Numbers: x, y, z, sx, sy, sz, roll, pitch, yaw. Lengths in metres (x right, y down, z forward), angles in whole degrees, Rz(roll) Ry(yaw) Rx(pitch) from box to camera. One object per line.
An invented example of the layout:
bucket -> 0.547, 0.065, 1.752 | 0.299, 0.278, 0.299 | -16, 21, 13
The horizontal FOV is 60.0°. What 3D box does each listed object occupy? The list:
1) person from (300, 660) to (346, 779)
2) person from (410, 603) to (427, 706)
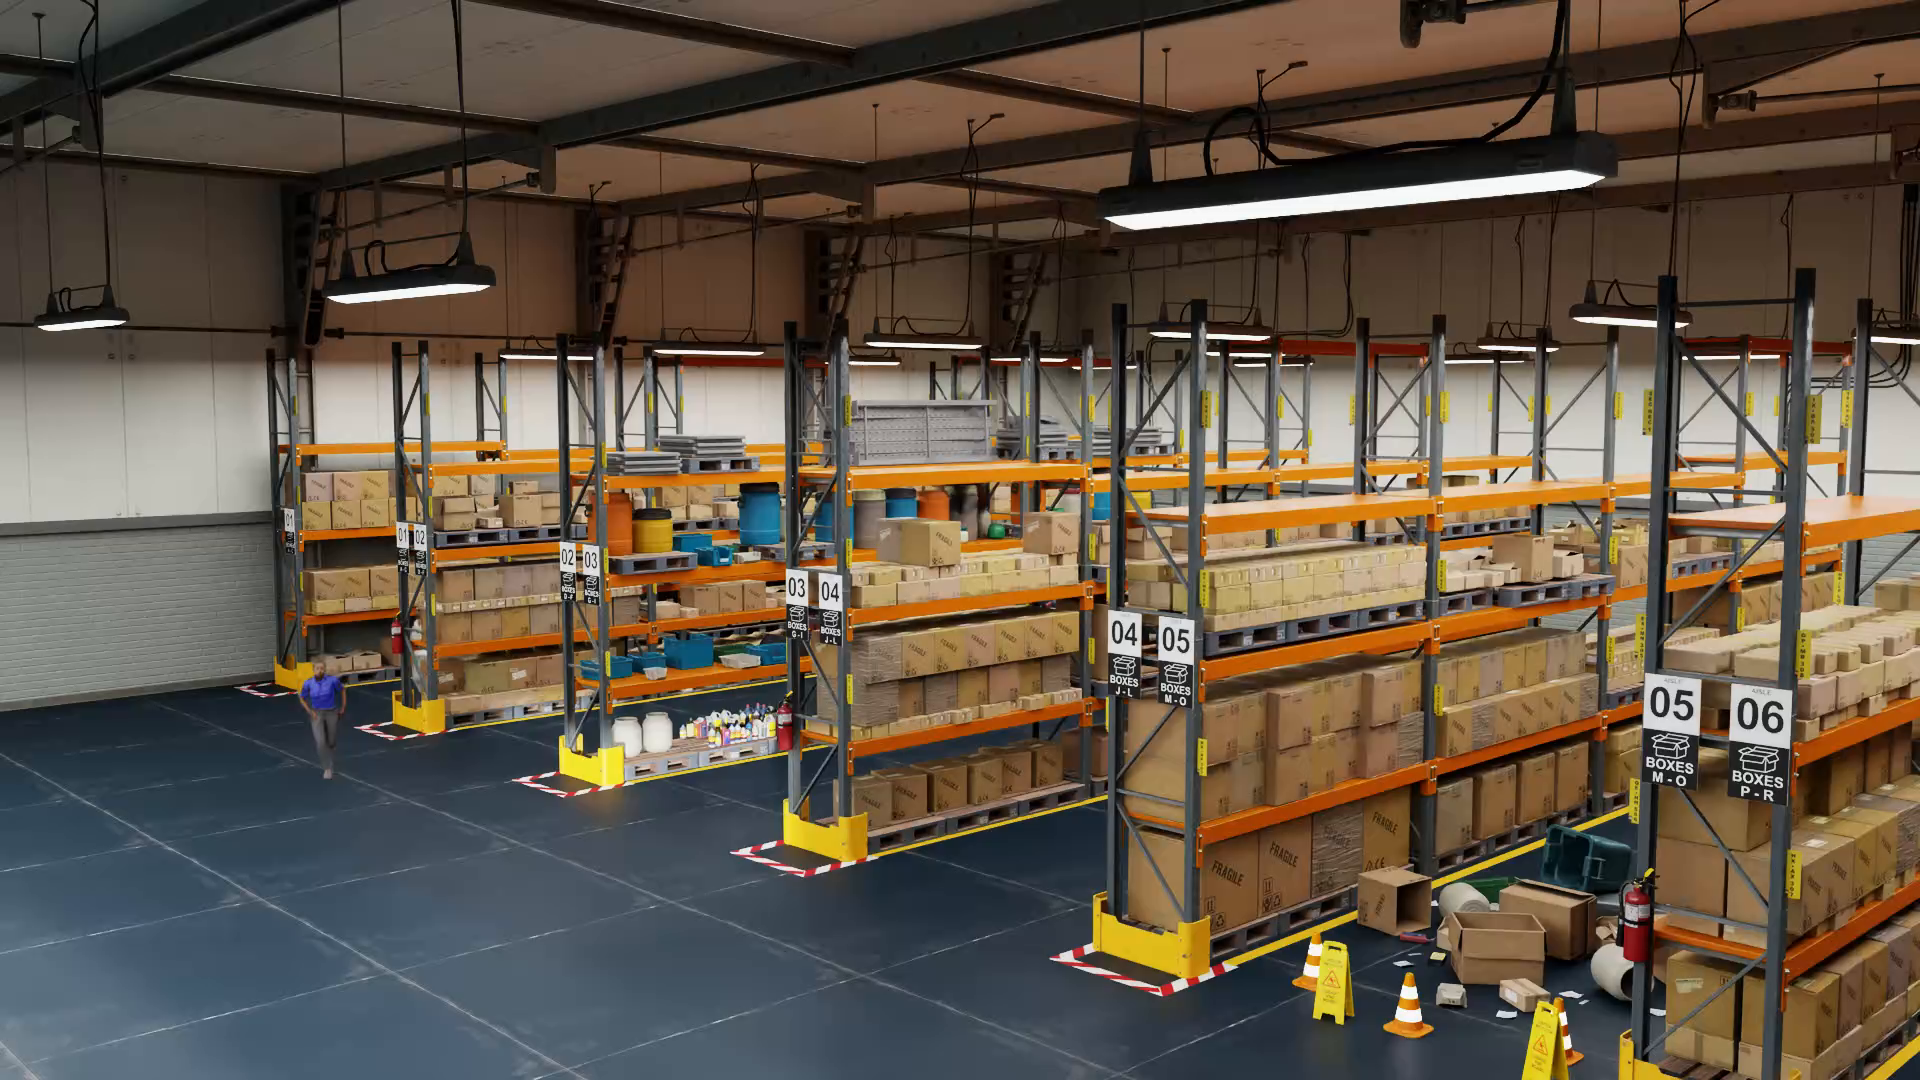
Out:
person -> -8.707, 2.422, 22.751 | 0.599, 1.624, 0.683 | -2, 5, -23
person -> -8.965, 1.910, 27.731 | 0.700, 1.723, 0.582 | 3, 6, 33
